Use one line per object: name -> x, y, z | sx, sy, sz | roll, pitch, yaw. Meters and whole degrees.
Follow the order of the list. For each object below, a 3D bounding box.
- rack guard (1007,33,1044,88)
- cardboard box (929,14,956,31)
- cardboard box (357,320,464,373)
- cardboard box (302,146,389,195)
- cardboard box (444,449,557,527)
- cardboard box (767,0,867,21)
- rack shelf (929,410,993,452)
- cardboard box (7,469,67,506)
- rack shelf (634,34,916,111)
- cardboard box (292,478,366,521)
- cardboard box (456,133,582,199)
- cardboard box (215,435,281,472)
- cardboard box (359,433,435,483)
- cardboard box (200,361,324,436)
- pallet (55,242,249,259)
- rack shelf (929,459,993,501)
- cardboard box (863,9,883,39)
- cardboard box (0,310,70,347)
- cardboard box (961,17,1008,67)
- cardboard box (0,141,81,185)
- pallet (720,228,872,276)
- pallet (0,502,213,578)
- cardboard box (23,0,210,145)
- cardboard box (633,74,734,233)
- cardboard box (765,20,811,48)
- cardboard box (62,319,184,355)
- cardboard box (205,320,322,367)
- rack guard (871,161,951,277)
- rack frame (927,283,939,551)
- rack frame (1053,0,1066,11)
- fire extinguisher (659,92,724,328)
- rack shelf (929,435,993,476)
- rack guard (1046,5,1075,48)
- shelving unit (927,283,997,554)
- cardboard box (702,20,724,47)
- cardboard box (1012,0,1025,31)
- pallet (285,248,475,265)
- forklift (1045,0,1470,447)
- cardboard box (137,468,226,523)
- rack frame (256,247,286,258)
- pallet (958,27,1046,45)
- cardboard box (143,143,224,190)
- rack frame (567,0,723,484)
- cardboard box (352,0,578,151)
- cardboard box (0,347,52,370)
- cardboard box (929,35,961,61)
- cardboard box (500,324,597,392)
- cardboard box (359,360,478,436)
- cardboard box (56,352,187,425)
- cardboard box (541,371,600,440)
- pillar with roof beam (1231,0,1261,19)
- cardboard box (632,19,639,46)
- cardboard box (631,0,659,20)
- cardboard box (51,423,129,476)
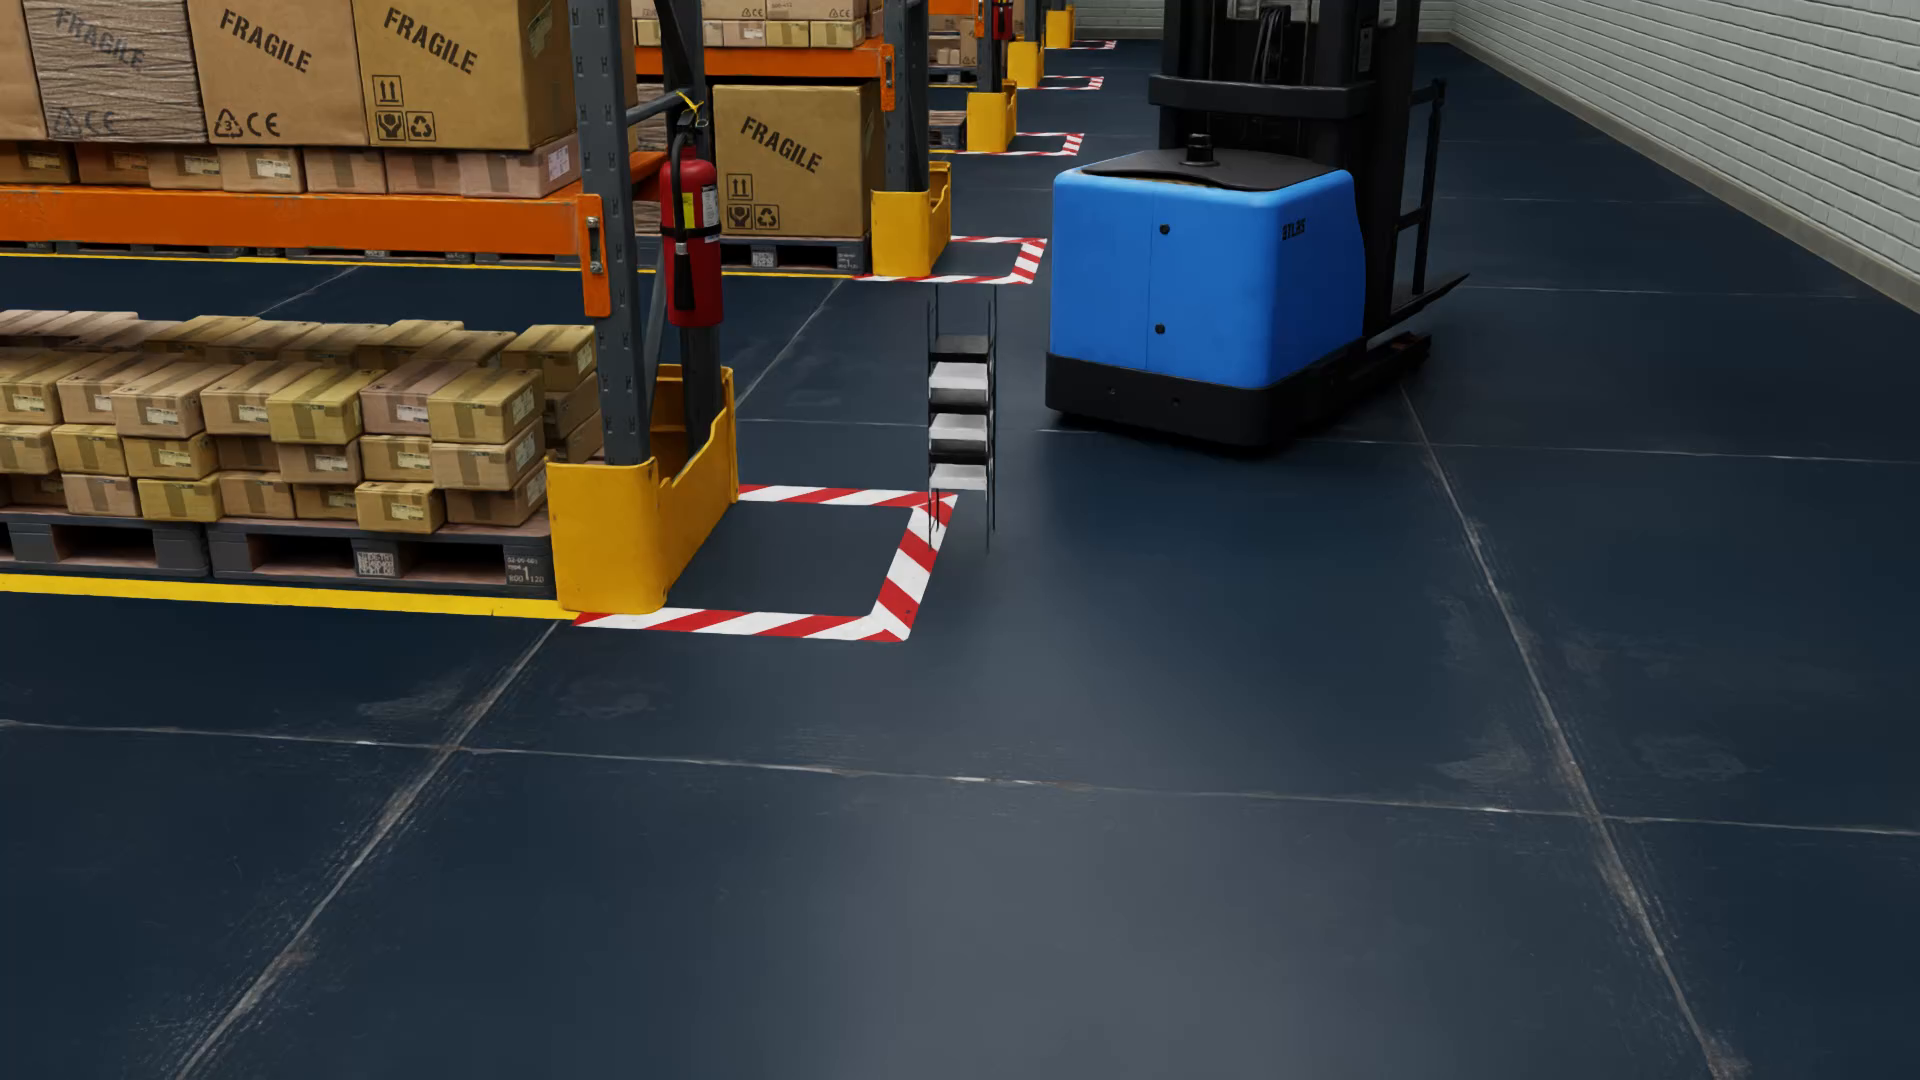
rack guard -> 0.777, -5.634, 19.509 | 0.348, 0.500, 1.175 | 2, 22, 6
cardboard box -> -0.271, -7.671, 24.092 | 0.500, 0.500, 0.700 | 2, 22, 5
cardboard box -> -2.004, -0.688, 6.098 | 0.250, 0.149, 0.380 | 2, 22, 6
cardboard box -> -1.851, -1.193, 5.220 | 0.250, 0.149, 0.380 | 2, 22, 6
cardboard box -> -1.548, -0.186, 5.636 | 0.250, 0.149, 0.380 | 3, 22, 7
cardboard box -> -0.829, -3.169, 9.674 | 0.500, 0.250, 0.500 | 2, 22, 5
rack shelf -> 0.008, -0.387, 5.786 | 0.200, 0.077, 0.258 | 3, 22, 6
cardboard box -> -3.086, -0.254, 5.809 | 0.250, 0.149, 0.380 | 3, 22, 8
rack shelf -> -2.303, -2.928, 10.245 | 4.000, 0.370, 1.077 | 2, 22, 6
cardboard box -> -2.068, -0.203, 5.679 | 0.250, 0.149, 0.380 | 2, 22, 6
cardboard box -> -1.358, -1.164, 5.145 | 0.250, 0.149, 0.380 | 3, 22, 6
cardboard box -> -2.330, -0.367, 5.690 | 0.250, 0.149, 0.380 | 2, 22, 6
cardboard box -> -1.812, -0.327, 5.589 | 0.250, 0.149, 0.380 | 2, 22, 5
cardboard box -> -2.321, -0.477, 5.564 | 0.250, 0.149, 0.380 | 2, 22, 4
pallet -> -5.064, -2.058, 10.859 | 1.213, 0.211, 1.003 | 2, 22, 6
rack shelf -> 0.008, -0.220, 5.852 | 0.200, 0.077, 0.258 | 3, 22, 6
cardboard box -> -0.630, -3.195, 10.283 | 0.250, 0.149, 0.380 | 3, 22, 7
cardboard box -> -3.554, -0.746, 6.244 | 0.250, 0.149, 0.380 | 1, 22, 4
cardboard box -> 0.284, -5.768, 19.252 | 0.500, 0.500, 0.500 | 2, 22, 6
cardboard box -> -2.892, -1.257, 5.381 | 0.250, 0.149, 0.380 | 3, 22, 7
pallet -> -1.120, -1.885, 10.421 | 1.213, 0.211, 1.003 | 2, 22, 6
pallet -> -3.087, -0.178, 6.102 | 1.213, 0.211, 1.003 | 2, 22, 6
cardboard box -> -2.493, -1.522, 5.170 | 0.500, 0.500, 0.500 | 3, 22, 6
cardboard box -> -1.865, -2.421, 10.303 | 0.875, 0.875, 0.875 | 2, 22, 6
cardboard box -> -0.967, -2.965, 9.701 | 0.250, 0.149, 0.380 | 3, 22, 7
cardboard box -> -3.051, -0.688, 6.098 | 0.250, 0.149, 0.380 | 3, 22, 6
cardboard box -> -2.534, -0.684, 6.087 | 0.250, 0.149, 0.380 | 3, 22, 8
rack guard -> -0.293, -2.013, 10.350 | 0.348, 0.500, 1.175 | 2, 22, 6
rack frame -> -0.093, -0.423, 5.785 | 0.006, 0.900, 0.240 | 3, 22, 6
rack frame -> 1.432, -8.601, 23.617 | 0.127, 3.000, 1.000 | 2, 22, 6
fire extinguisher -> -0.805, -0.981, 4.953 | 0.183, 0.674, 0.296 | 2, 22, 6
rack shelf -> 0.008, -0.303, 5.819 | 0.200, 0.077, 0.258 | 3, 22, 6
rack guard -> 1.456, -7.438, 24.074 | 0.348, 0.500, 1.175 | 2, 22, 6
shelving unit -> 0.008, -0.418, 5.773 | 0.210, 0.900, 0.258 | 3, 22, 6
cardboard box -> -1.466, -2.987, 9.758 | 0.250, 0.149, 0.380 | 3, 22, 7
cardboard box -> 0.725, -7.628, 23.983 | 0.500, 0.500, 0.700 | 2, 22, 6
pallet -> -3.543, -1.991, 10.688 | 1.213, 0.211, 1.003 | 2, 22, 6
forklift -> 1.623, -2.223, 7.577 | 1.130, 2.935, 3.031 | 14, 26, 32
cardboard box -> -2.575, -0.197, 5.664 | 0.250, 0.149, 0.380 | 2, 22, 4
rack frame -> -4.289, -3.349, 10.331 | 0.127, 3.000, 1.000 | 2, 22, 6
pallet -> 0.629, -7.311, 24.145 | 1.213, 0.211, 1.003 | 2, 22, 6
cardboard box -> -2.365, -1.218, 5.283 | 0.250, 0.149, 0.380 | 2, 22, 4
rack frame -> -1.001, -1.369, 5.324 | 0.127, 3.000, 1.000 | 2, 22, 6
cardboard box -> -1.477, -1.480, 5.062 | 0.500, 0.500, 0.500 | 3, 22, 7
cardboard box -> -3.347, -0.546, 5.739 | 0.250, 0.149, 0.380 | 2, 22, 4
cardboard box -> -0.150, -5.867, 19.842 | 0.500, 0.250, 0.500 | 2, 22, 6
cardboard box -> -1.481, -0.662, 6.033 | 0.250, 0.149, 0.380 | 2, 22, 4
cardboard box -> -1.799, -0.478, 5.566 | 0.250, 0.149, 0.380 | 3, 22, 7
cardboard box -> -2.843, -0.520, 5.673 | 0.250, 0.149, 0.380 | 2, 22, 4
cardboard box -> -1.491, -0.494, 6.011 | 0.250, 0.149, 0.380 | 3, 22, 9
pillar with roof beam -> 3.709, -10.019, 19.041 | 0.400, 9.000, 9.100 | 2, 22, 6
cardboard box -> -1.981, -3.009, 9.813 | 0.250, 0.149, 0.380 | 3, 22, 6
cardboard box -> -1.838, -3.213, 9.786 | 0.500, 0.250, 0.500 | 2, 22, 4
cardboard box -> -2.843, -0.353, 5.656 | 0.250, 0.149, 0.380 | 4, 22, 9
